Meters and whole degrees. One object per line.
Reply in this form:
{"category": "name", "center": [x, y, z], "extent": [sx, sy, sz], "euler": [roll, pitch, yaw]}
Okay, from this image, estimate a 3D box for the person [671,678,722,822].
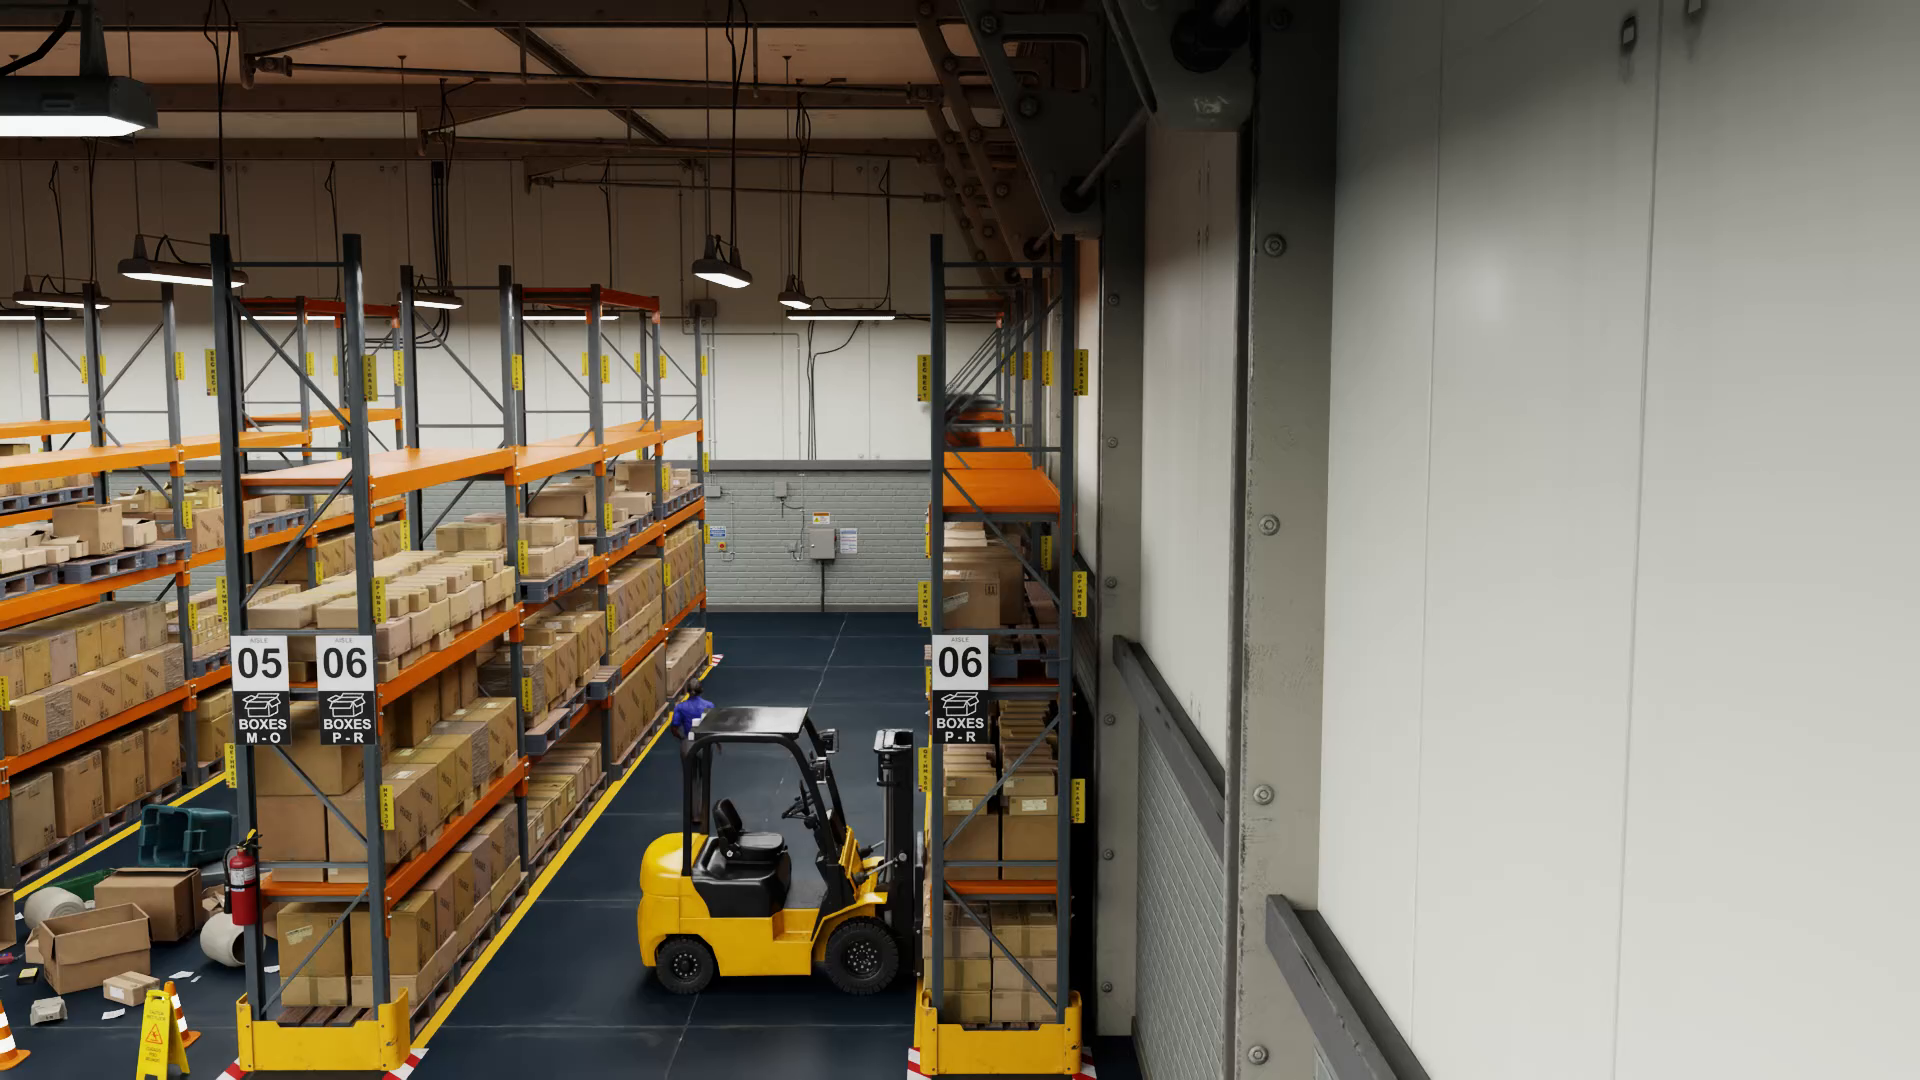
{"category": "person", "center": [-2.934, 2.340, 18.536], "extent": [0.563, 1.612, 0.596], "euler": [-1, 6, -6]}
